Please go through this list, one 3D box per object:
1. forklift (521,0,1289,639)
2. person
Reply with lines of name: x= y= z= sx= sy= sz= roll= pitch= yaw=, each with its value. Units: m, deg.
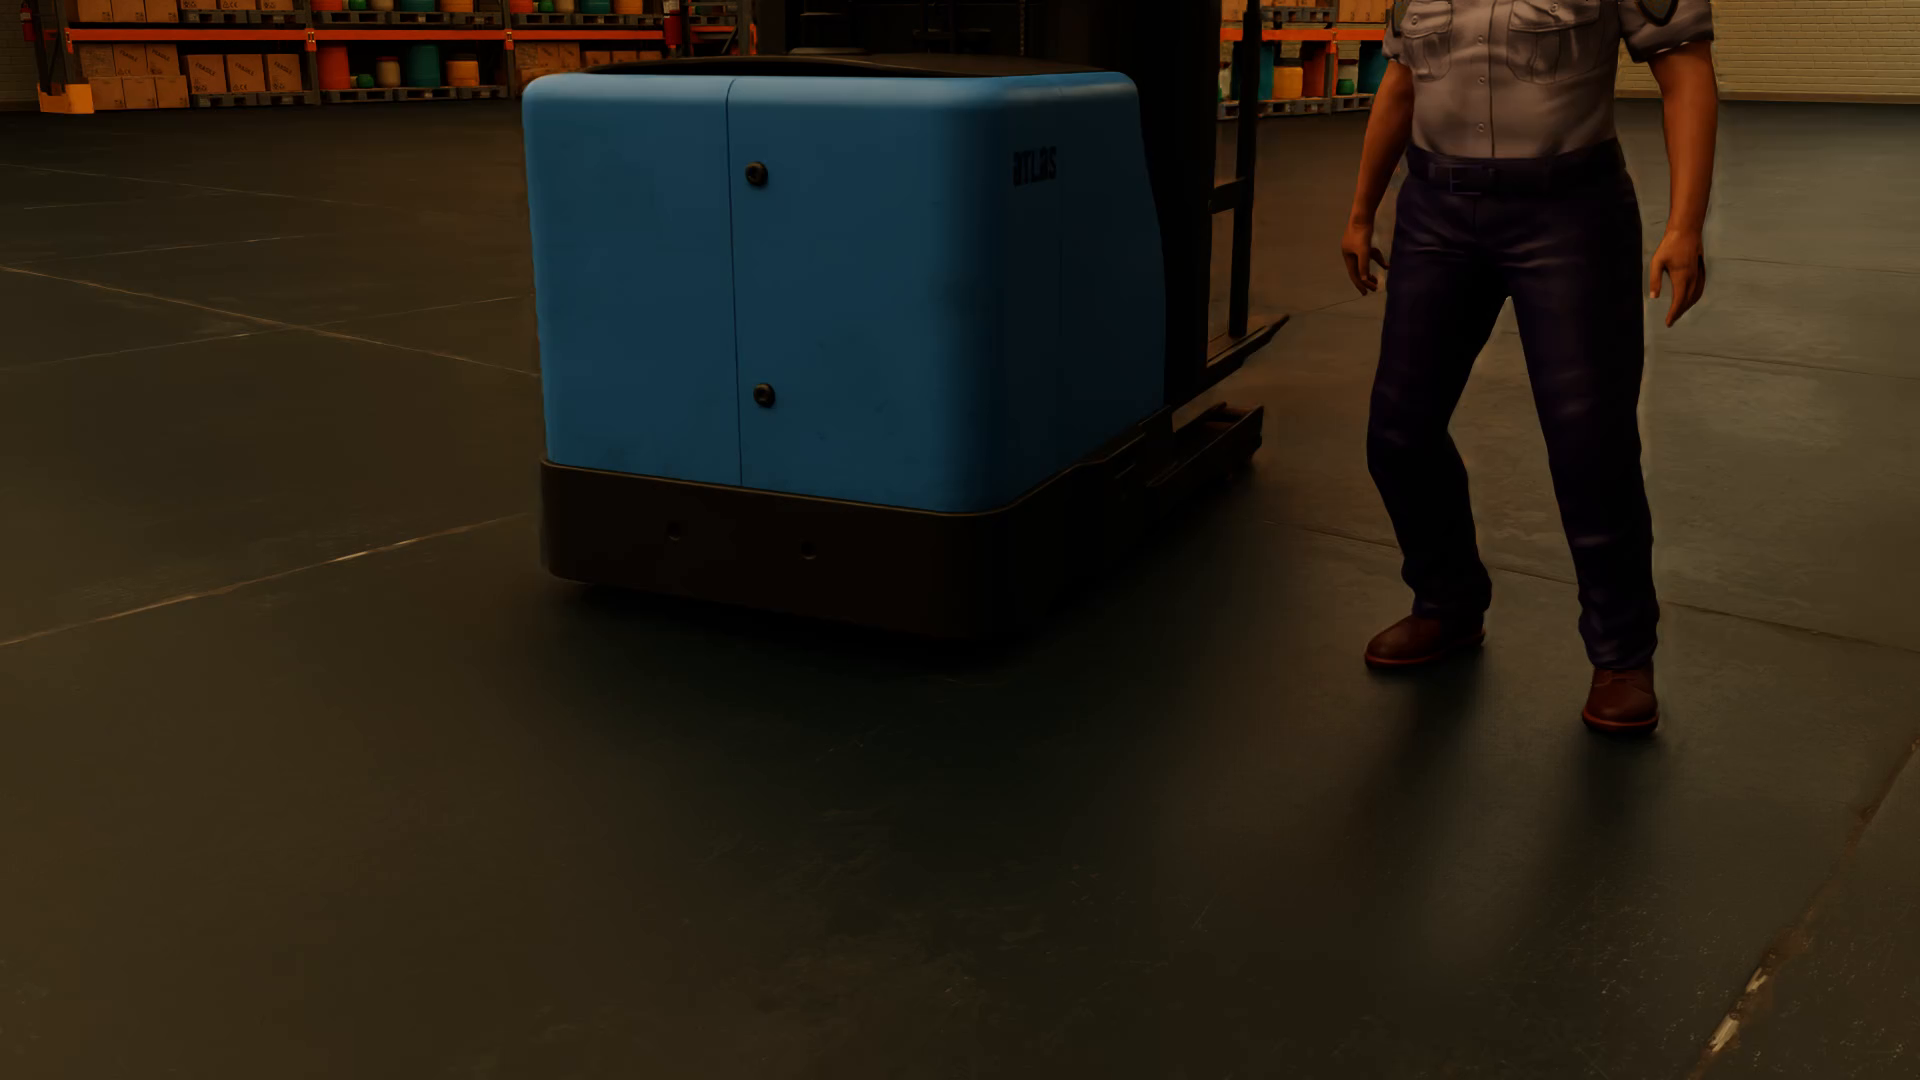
forklift: x=0.198 y=-1.603 z=4.175 sx=1.130 sy=2.935 sz=3.031 roll=7 pitch=18 yaw=23
person: x=0.969 y=-0.527 z=2.904 sx=0.721 sy=1.620 sz=0.348 roll=14 pitch=22 yaw=39
